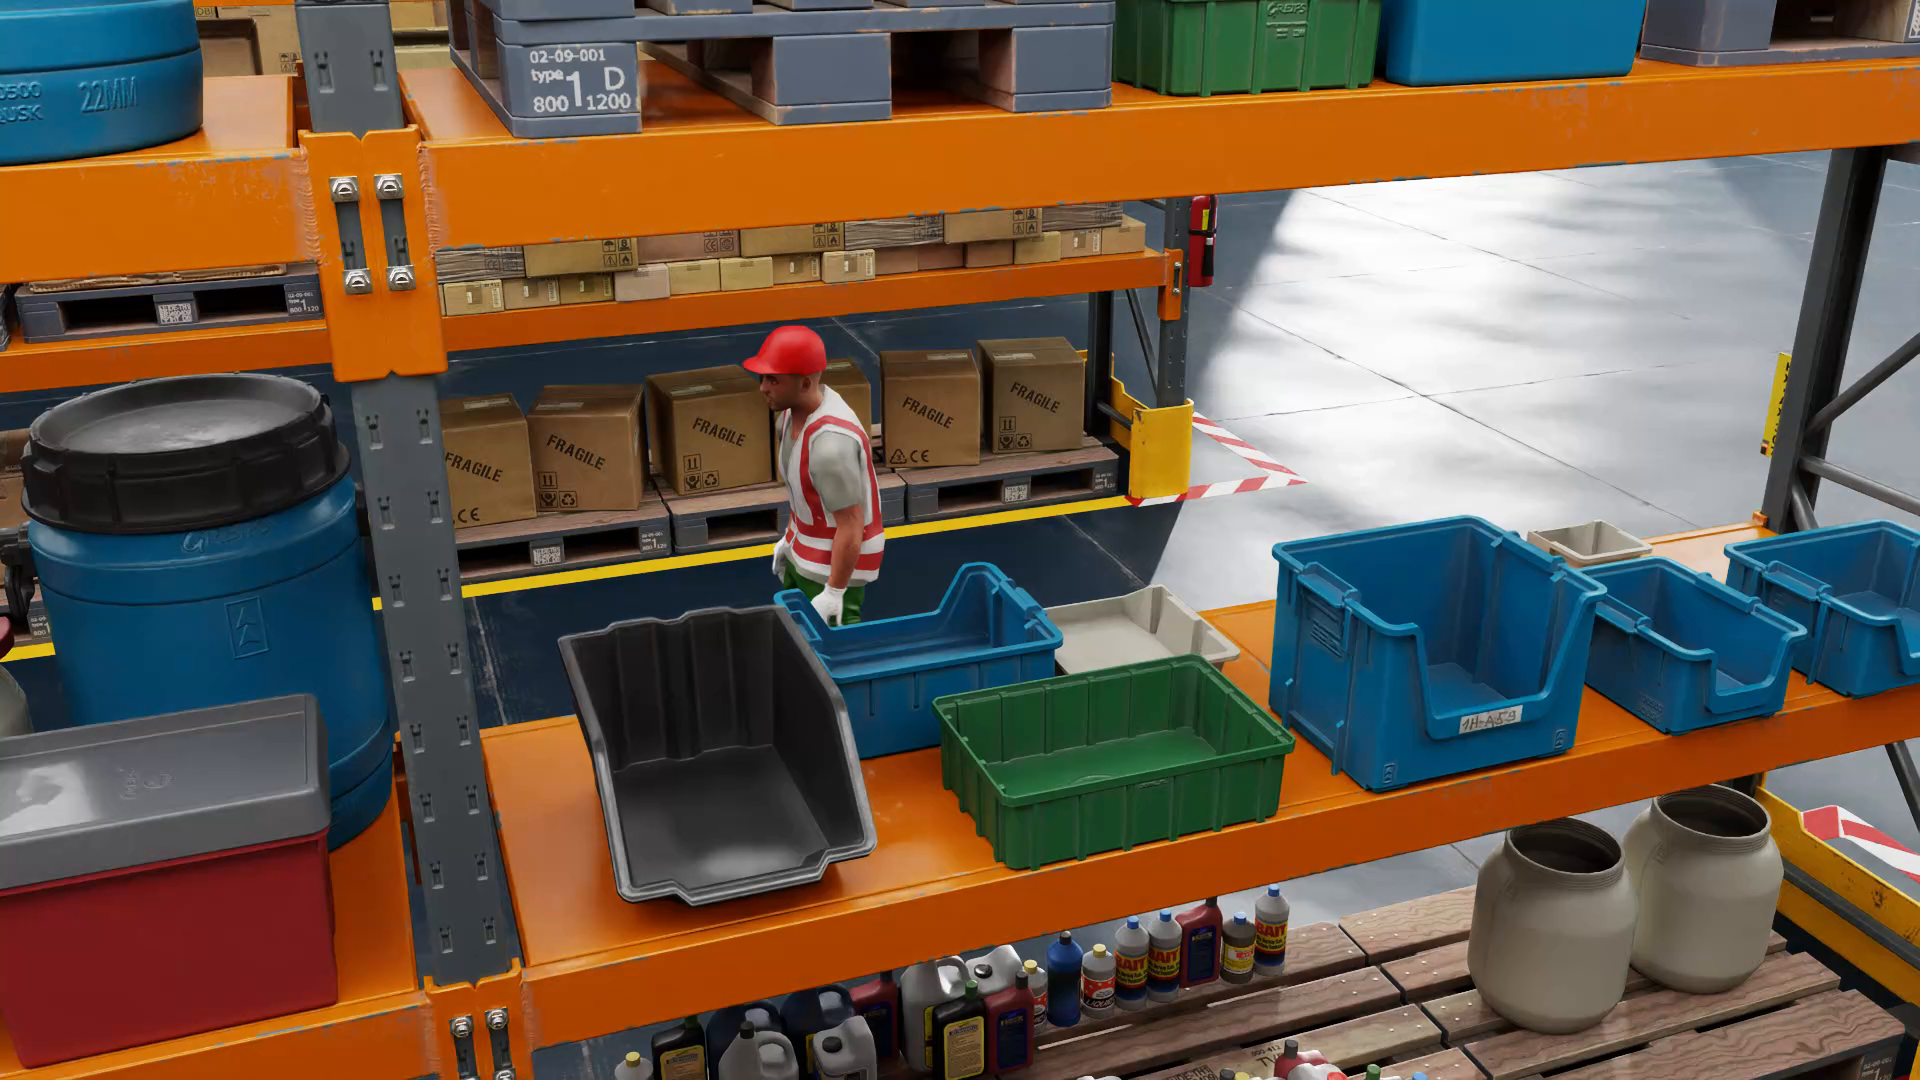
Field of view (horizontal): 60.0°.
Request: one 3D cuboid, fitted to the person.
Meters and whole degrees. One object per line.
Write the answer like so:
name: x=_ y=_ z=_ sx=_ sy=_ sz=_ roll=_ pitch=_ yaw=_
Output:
person: x=-0.505 y=0.109 z=5.806 sx=0.449 sy=1.780 sz=0.607 roll=-8 pitch=24 yaw=-19
